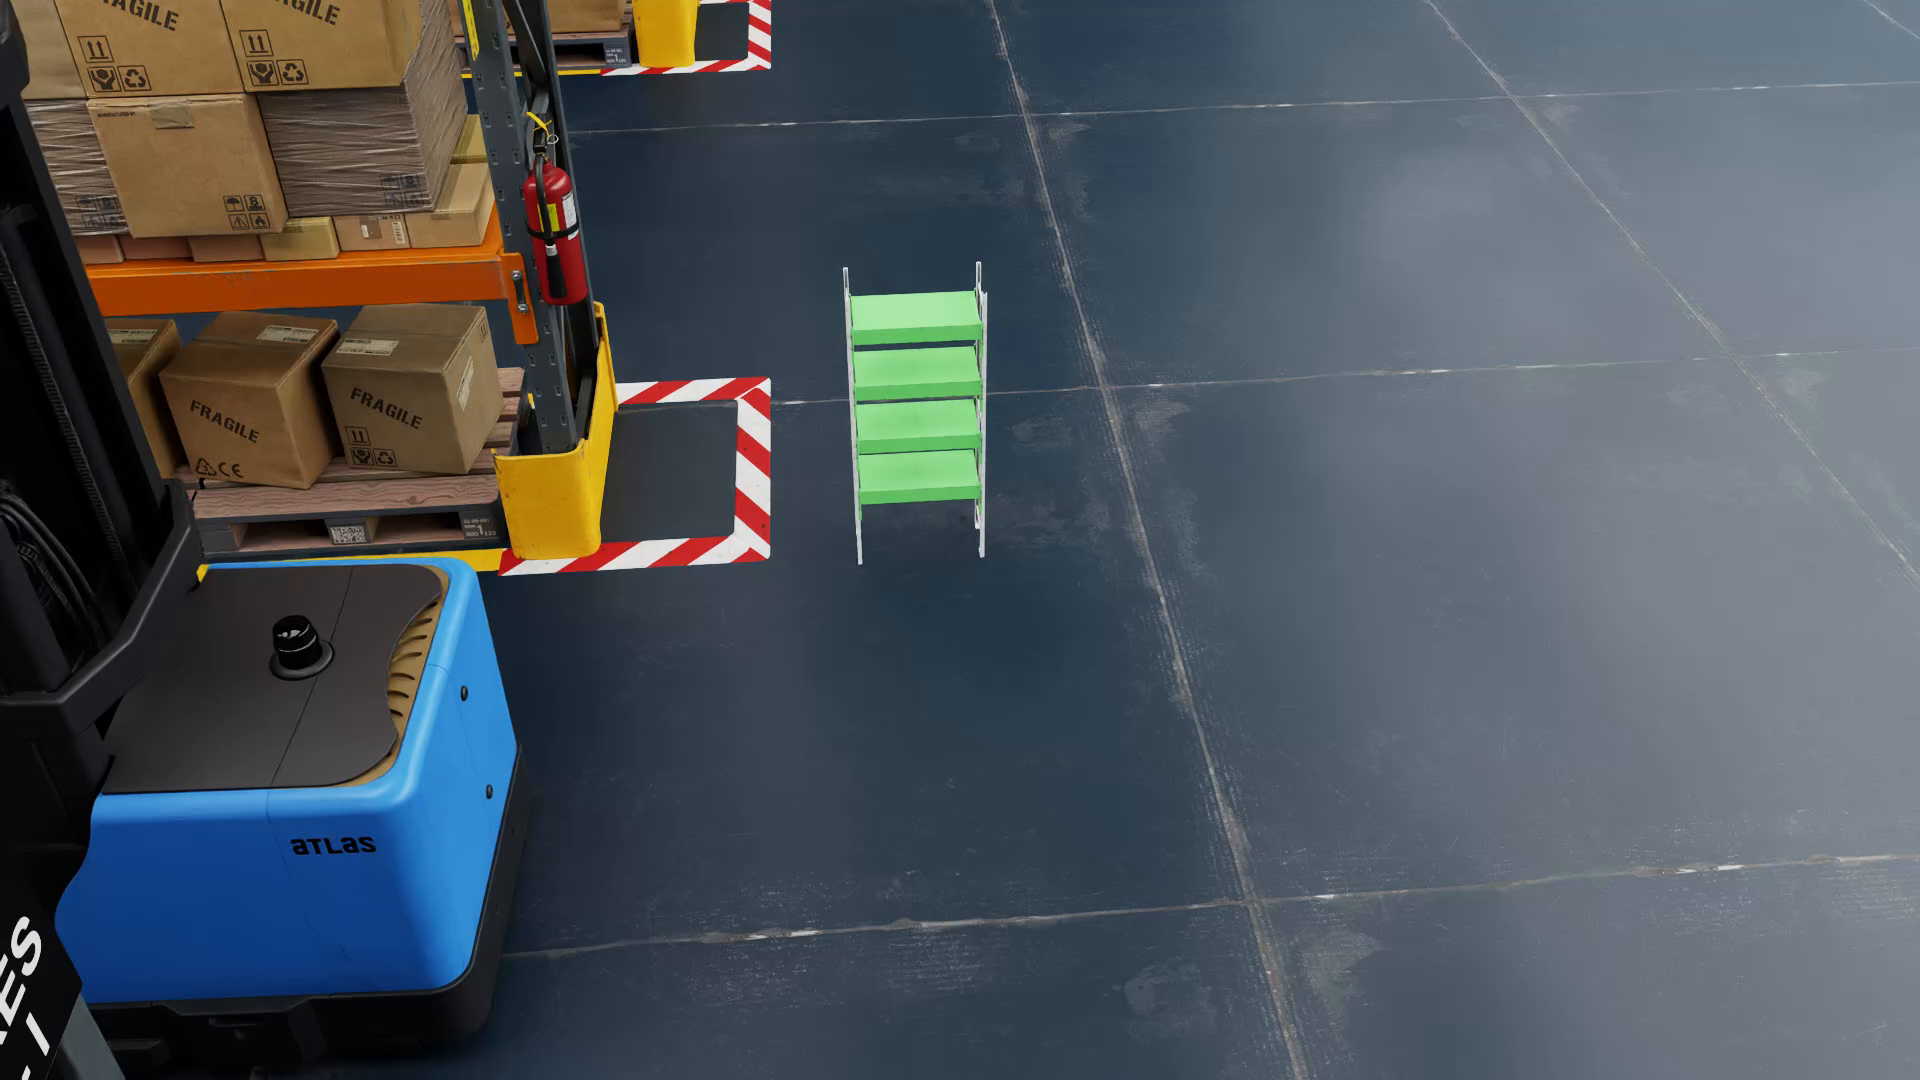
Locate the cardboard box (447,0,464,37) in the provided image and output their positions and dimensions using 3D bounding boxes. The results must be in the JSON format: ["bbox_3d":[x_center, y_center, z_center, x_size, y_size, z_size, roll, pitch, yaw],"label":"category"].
[{"bbox_3d":[-3.482,-3.736,10.439,0.875,0.875,0.875,-4,38,-5],"label":"cardboard box"}]

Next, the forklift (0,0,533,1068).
[{"bbox_3d":[-2.915,0.078,4.285,3.031,2.935,1.130,-2,38,-2],"label":"forklift"}]

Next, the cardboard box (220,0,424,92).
[{"bbox_3d":[-2.124,-1.833,5.523,0.500,0.500,0.500,-3,38,-4],"label":"cardboard box"}]

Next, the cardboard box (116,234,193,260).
[{"bbox_3d":[-2.860,-1.174,6.019,0.250,0.149,0.380,-3,38,-4],"label":"cardboard box"}]

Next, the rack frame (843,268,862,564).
[{"bbox_3d":[-0.408,-0.449,6.350,0.015,1.200,0.240,-3,38,-4],"label":"rack frame"}]

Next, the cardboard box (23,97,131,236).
[{"bbox_3d":[-3.137,-1.507,5.918,0.500,0.500,0.875,-3,38,-4],"label":"cardboard box"}]

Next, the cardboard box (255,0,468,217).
[{"bbox_3d":[-2.148,-1.609,6.047,0.500,0.500,0.875,-3,38,-4],"label":"cardboard box"}]

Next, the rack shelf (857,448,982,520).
[{"bbox_3d":[-0.165,-0.223,6.555,0.480,0.148,0.258,-3,38,-4],"label":"rack shelf"}]

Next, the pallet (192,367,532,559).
[{"bbox_3d":[-2.486,-0.345,7.017,1.213,0.211,1.003,-3,38,-4],"label":"pallet"}]

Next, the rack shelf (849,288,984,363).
[{"bbox_3d":[-0.165,-0.789,6.109,0.480,0.148,0.258,-3,38,-4],"label":"rack shelf"}]

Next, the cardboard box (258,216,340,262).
[{"bbox_3d":[-2.357,-1.166,6.009,0.250,0.149,0.380,-3,38,-4],"label":"cardboard box"}]

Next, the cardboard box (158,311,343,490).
[{"bbox_3d":[-2.814,-0.572,6.733,0.500,0.500,0.500,6,39,8],"label":"cardboard box"}]

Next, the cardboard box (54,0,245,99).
[{"bbox_3d":[-2.621,-1.802,5.484,0.500,0.500,0.500,-3,38,-4],"label":"cardboard box"}]

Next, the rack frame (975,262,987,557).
[{"bbox_3d":[0.078,-0.475,6.384,0.015,1.200,0.240,-3,38,-4],"label":"rack frame"}]

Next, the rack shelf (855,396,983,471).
[{"bbox_3d":[-0.165,-0.412,6.406,0.480,0.148,0.258,-3,38,-4],"label":"rack shelf"}]

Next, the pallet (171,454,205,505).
[{"bbox_3d":[-3.698,-0.280,6.935,1.213,0.211,1.003,-3,38,-4],"label":"pallet"}]

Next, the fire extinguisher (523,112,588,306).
[{"bbox_3d":[-1.443,-1.158,5.859,0.183,0.674,0.296,-3,38,-4],"label":"fire extinguisher"}]

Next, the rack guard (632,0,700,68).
[{"bbox_3d":[-1.912,-3.553,10.849,0.348,0.500,1.175,-3,38,-4],"label":"rack guard"}]

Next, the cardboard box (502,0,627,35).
[{"bbox_3d":[-2.606,-3.785,10.502,0.875,0.875,0.875,-3,38,-4],"label":"cardboard box"}]

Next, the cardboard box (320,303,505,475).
[{"bbox_3d":[-2.221,-0.626,6.801,0.500,0.500,0.500,4,38,4],"label":"cardboard box"}]

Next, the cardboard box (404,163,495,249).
[{"bbox_3d":[-1.863,-1.225,6.084,0.250,0.149,0.380,-3,38,-4],"label":"cardboard box"}]

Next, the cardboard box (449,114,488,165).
[{"bbox_3d":[-1.903,-1.500,6.432,0.250,0.149,0.380,-3,38,-4],"label":"cardboard box"}]

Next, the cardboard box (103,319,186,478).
[{"bbox_3d":[-3.439,-0.550,6.704,0.500,0.500,0.500,0,38,0],"label":"cardboard box"}]

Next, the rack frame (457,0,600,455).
[{"bbox_3d":[-1.598,-1.467,6.187,0.127,3.000,1.000,-3,38,-4],"label":"rack frame"}]

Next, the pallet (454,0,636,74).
[{"bbox_3d":[-2.726,-3.346,10.820,1.213,0.211,1.003,-3,38,-4],"label":"pallet"}]

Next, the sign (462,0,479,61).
[{"bbox_3d":[-1.568,-1.702,5.295,0.005,0.325,0.100,-3,38,-4],"label":"sign"}]

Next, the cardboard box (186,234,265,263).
[{"bbox_3d":[-2.607,-1.162,6.004,0.250,0.149,0.380,-3,38,-4],"label":"cardboard box"}]

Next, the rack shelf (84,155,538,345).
[{"bbox_3d":[-3.590,-1.075,6.271,4.000,0.370,1.077,-3,38,-4],"label":"rack shelf"}]

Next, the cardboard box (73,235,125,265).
[{"bbox_3d":[-3.107,-1.146,5.984,0.250,0.149,0.380,-3,38,-4],"label":"cardboard box"}]

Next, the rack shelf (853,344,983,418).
[{"bbox_3d":[-0.165,-0.600,6.258,0.480,0.148,0.258,-3,38,-4],"label":"rack shelf"}]

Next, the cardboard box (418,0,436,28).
[{"bbox_3d":[-2.170,-2.153,5.929,0.500,0.500,0.500,-3,38,-4],"label":"cardboard box"}]

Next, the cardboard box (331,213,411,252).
[{"bbox_3d":[-2.112,-1.212,6.067,0.250,0.149,0.380,-3,38,-4],"label":"cardboard box"}]

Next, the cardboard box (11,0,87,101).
[{"bbox_3d":[-3.119,-1.776,5.451,0.500,0.500,0.500,-3,38,-4],"label":"cardboard box"}]

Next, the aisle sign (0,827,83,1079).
[{"bbox_3d":[-1.113,0.384,1.743,0.004,0.787,0.394,-3,38,-4],"label":"aisle sign"}]

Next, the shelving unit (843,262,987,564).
[{"bbox_3d":[-0.165,-0.462,6.367,0.503,1.200,0.258,-3,38,-4],"label":"shelving unit"}]

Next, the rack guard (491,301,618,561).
[{"bbox_3d":[-1.673,-0.481,6.956,0.348,0.500,1.175,-3,38,-4],"label":"rack guard"}]

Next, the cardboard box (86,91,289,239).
[{"bbox_3d":[-2.635,-1.508,5.919,0.500,0.500,0.875,-3,38,-4],"label":"cardboard box"}]
